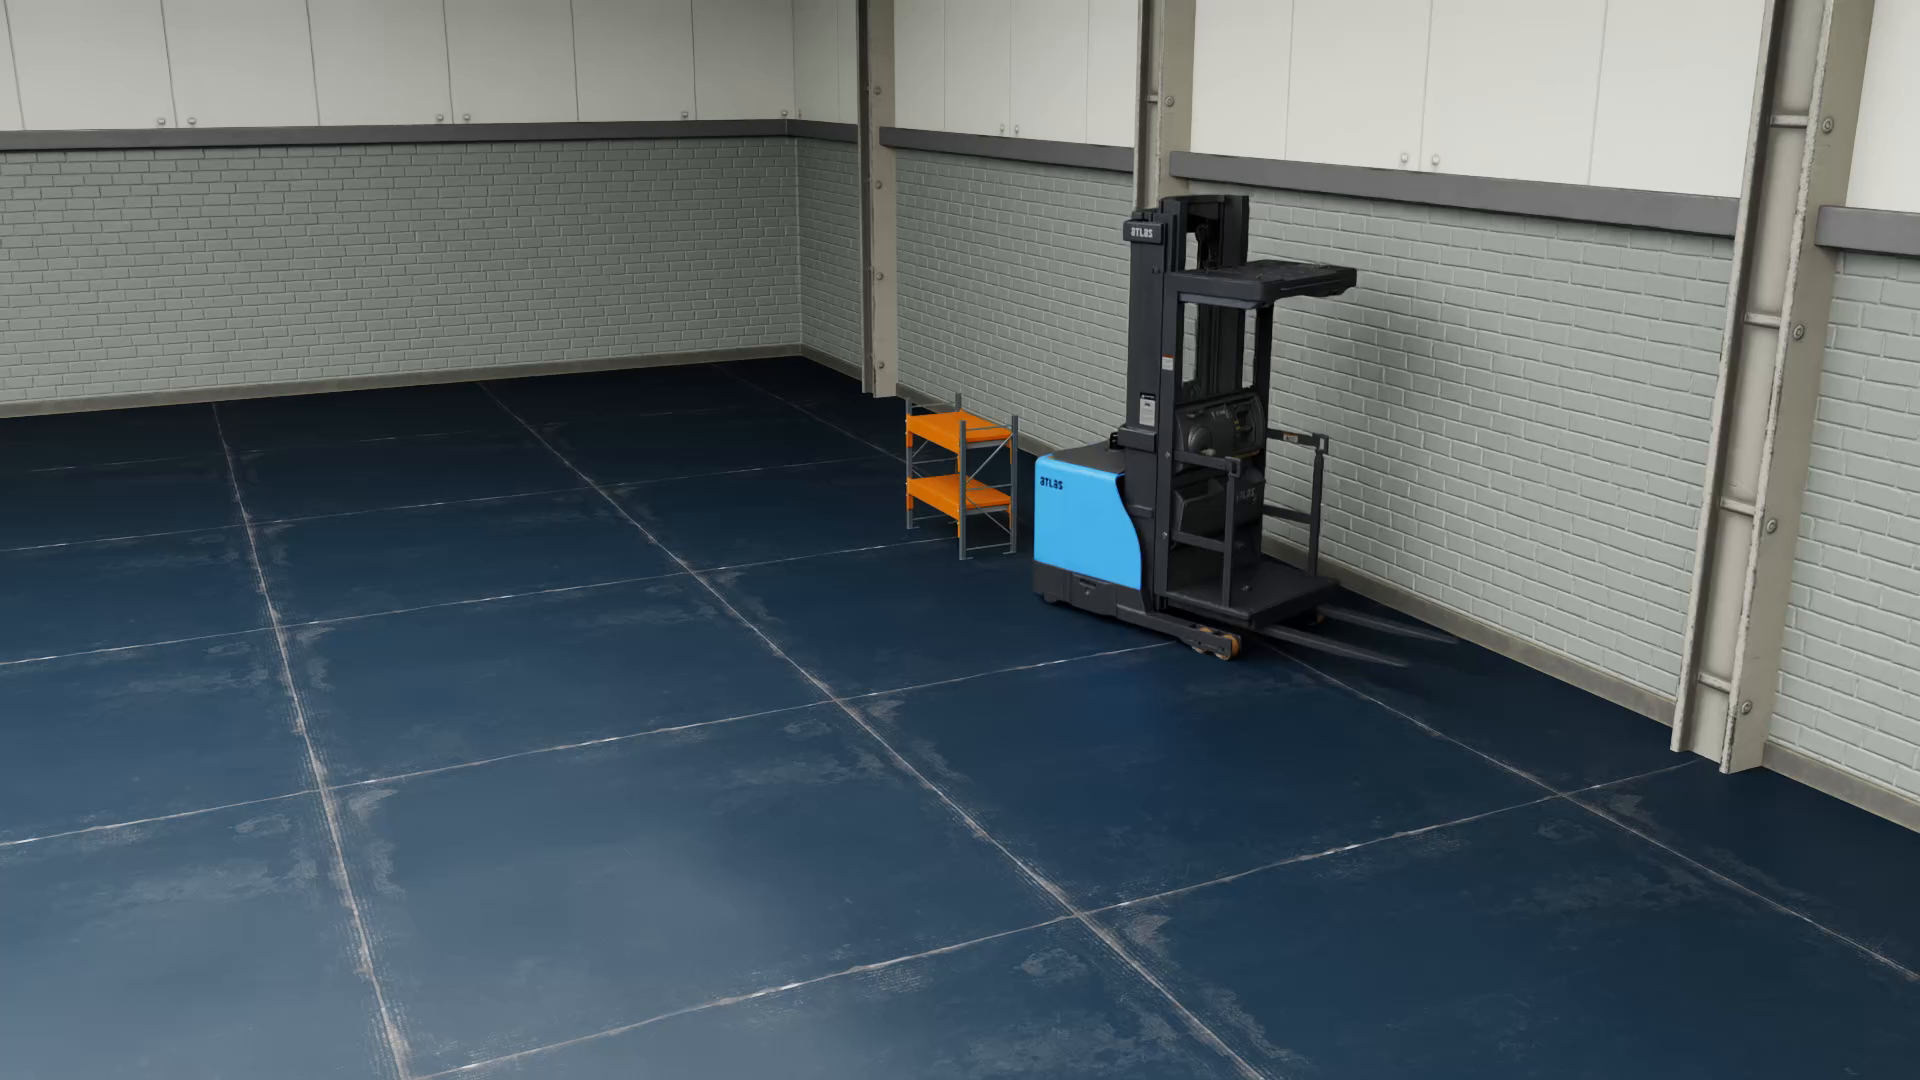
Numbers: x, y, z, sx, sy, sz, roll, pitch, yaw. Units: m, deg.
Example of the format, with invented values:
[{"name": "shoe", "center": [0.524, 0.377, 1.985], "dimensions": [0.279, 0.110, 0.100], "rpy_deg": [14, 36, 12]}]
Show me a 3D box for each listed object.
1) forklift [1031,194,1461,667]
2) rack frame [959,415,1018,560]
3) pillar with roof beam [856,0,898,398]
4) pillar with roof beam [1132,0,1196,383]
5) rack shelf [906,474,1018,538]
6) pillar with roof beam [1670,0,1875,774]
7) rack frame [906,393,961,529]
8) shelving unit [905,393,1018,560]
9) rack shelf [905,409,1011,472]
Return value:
[{"name": "forklift", "center": [1.918, -0.777, 11.146], "dimensions": [1.130, 2.935, 3.031], "rpy_deg": [-15, 22, -43]}, {"name": "rack frame", "center": [0.226, -0.413, 13.150], "dimensions": [0.500, 1.125, 0.032], "rpy_deg": [-8, 18, -25]}, {"name": "pillar with roof beam", "center": [-4.821, -5.549, 16.774], "dimensions": [9.100, 9.000, 0.400], "rpy_deg": [-8, 18, -25]}, {"name": "pillar with roof beam", "center": [-2.193, -4.061, 11.589], "dimensions": [9.100, 9.000, 0.400], "rpy_deg": [-8, 18, -25]}, {"name": "rack shelf", "center": [0.003, -0.304, 13.657], "dimensions": [0.538, 0.278, 1.000], "rpy_deg": [-8, 18, -25]}, {"name": "pillar with roof beam", "center": [0.436, -2.574, 6.405], "dimensions": [9.100, 9.000, 0.400], "rpy_deg": [-8, 18, -25]}, {"name": "rack frame", "center": [-0.220, -0.665, 14.029], "dimensions": [0.500, 1.125, 0.032], "rpy_deg": [-8, 18, -25]}, {"name": "shelving unit", "center": [0.003, -0.539, 13.590], "dimensions": [0.538, 1.125, 1.048], "rpy_deg": [-8, 18, -25]}, {"name": "rack shelf", "center": [0.003, -0.820, 13.509], "dimensions": [0.538, 0.278, 1.000], "rpy_deg": [-8, 18, -25]}]
